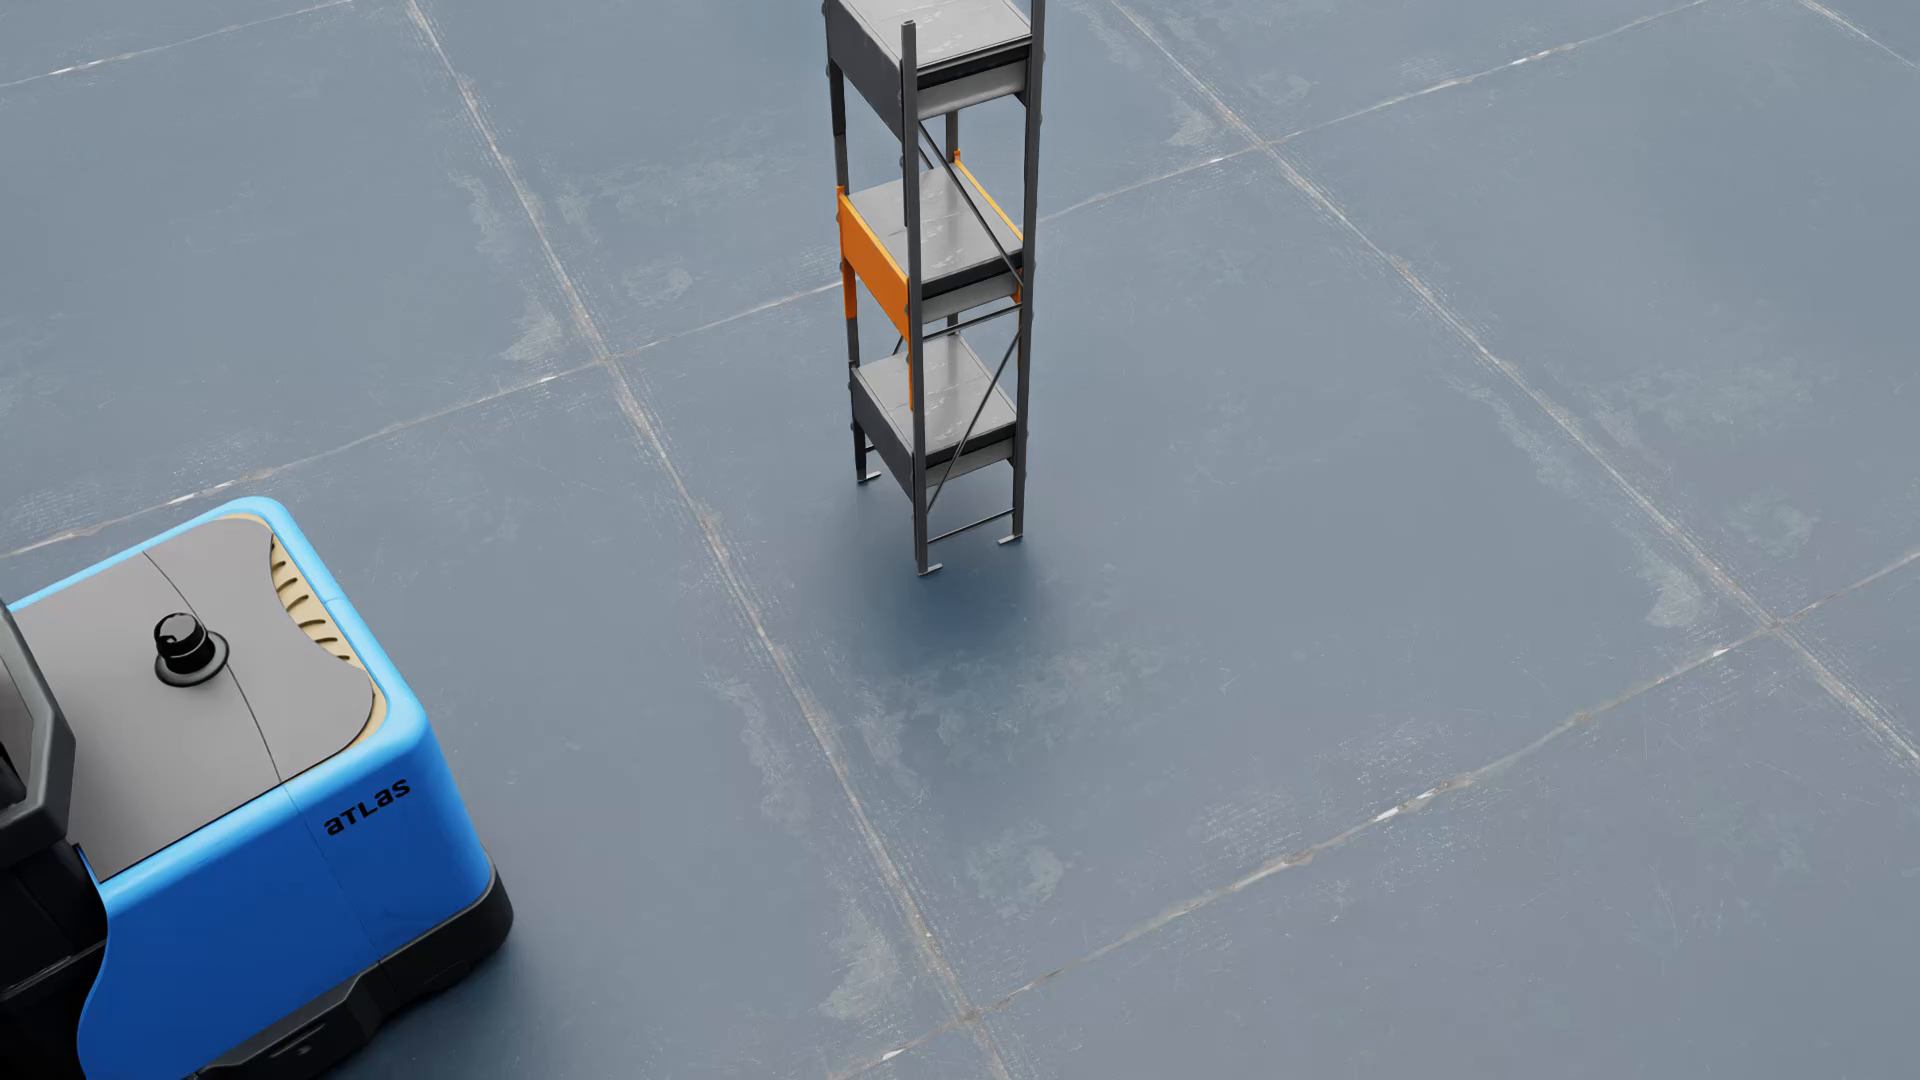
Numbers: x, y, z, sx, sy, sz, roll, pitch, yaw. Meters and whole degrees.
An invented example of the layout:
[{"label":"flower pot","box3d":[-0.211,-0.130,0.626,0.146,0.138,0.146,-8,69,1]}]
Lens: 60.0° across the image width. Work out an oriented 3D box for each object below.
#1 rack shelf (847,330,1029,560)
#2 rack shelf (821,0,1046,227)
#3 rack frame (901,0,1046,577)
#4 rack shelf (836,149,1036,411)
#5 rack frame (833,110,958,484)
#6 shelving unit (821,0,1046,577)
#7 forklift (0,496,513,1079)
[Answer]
[{"label":"rack shelf","box3d":[-0.076,-0.332,5.594,0.431,0.518,0.480,-21,52,-18]},{"label":"rack shelf","box3d":[-0.076,-1.254,4.540,0.431,0.518,0.480,-21,52,-18]},{"label":"rack frame","box3d":[0.036,-0.639,4.914,0.400,2.100,0.015,-21,52,-18]},{"label":"rack shelf","box3d":[-0.076,-0.793,5.067,0.431,0.518,0.480,-21,52,-18]},{"label":"rack frame","box3d":[-0.187,-0.965,5.199,0.400,2.100,0.015,-21,52,-18]},{"label":"shelving unit","box3d":[-0.076,-0.802,5.057,0.431,2.100,0.503,-21,52,-18]},{"label":"forklift","box3d":[-2.741,0.567,3.307,3.031,2.935,1.130,-30,55,-24]}]
